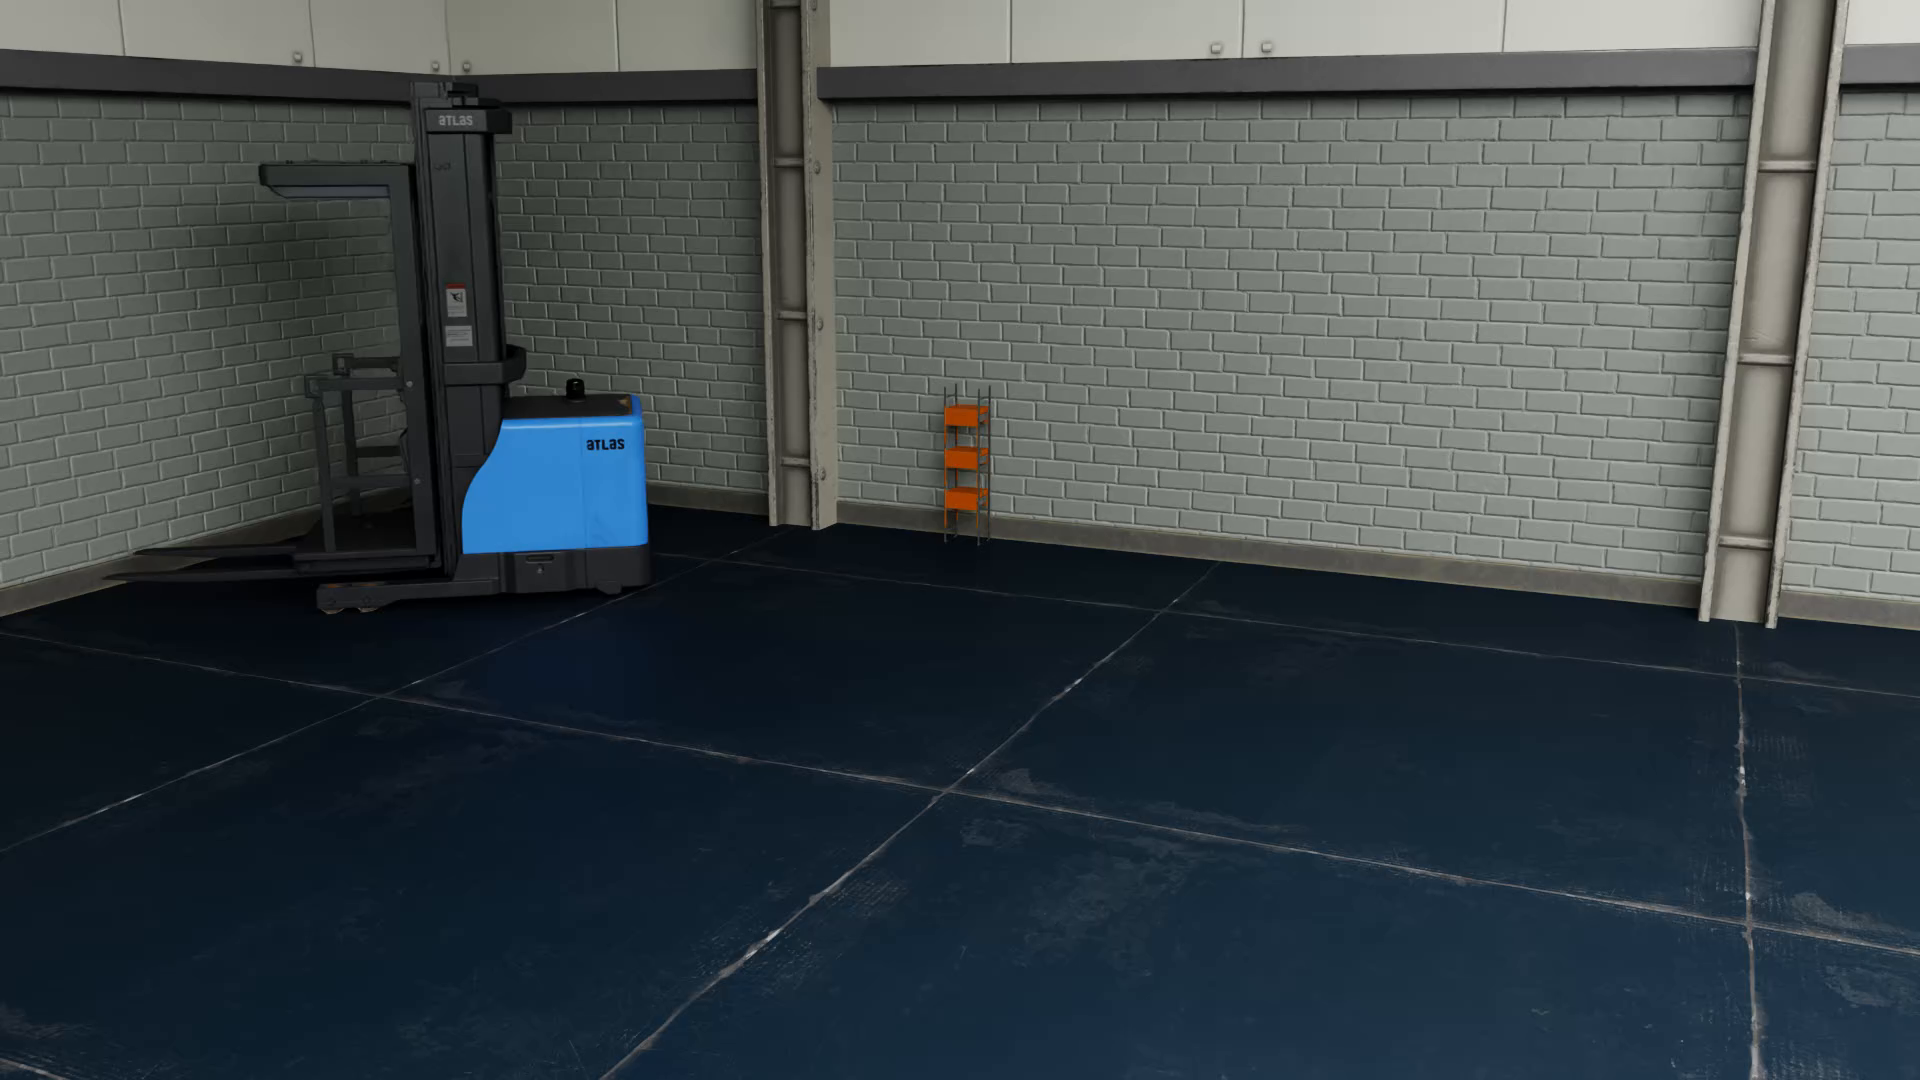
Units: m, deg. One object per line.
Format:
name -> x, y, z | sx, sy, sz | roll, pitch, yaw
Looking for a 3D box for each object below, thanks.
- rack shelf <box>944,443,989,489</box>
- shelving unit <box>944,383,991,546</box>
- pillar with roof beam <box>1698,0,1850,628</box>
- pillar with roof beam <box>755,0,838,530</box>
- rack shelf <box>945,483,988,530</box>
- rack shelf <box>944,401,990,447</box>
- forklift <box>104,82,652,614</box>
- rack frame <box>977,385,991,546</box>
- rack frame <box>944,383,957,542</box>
rack shelf -> 0.049, -0.496, 11.116 | 0.240, 0.259, 0.215 | 6, 14, 23
shelving unit -> 0.049, -0.506, 11.114 | 0.252, 1.050, 0.215 | 6, 14, 23
pillar with roof beam -> 2.639, -3.044, 4.527 | 0.400, 9.000, 9.100 | 6, 14, 23
pillar with roof beam -> -2.847, -3.599, 6.893 | 0.400, 9.000, 9.100 | 6, 14, 23
rack shelf -> 0.049, -0.225, 11.180 | 0.240, 0.259, 0.215 | 6, 14, 23
rack shelf -> 0.049, -0.772, 11.051 | 0.240, 0.259, 0.215 | 6, 14, 23
forklift -> -3.400, -1.137, 9.686 | 3.031, 2.935, 1.130 | -3, 13, -11
rack frame -> 0.160, -0.495, 11.066 | 0.008, 1.050, 0.200 | 6, 14, 23
rack frame -> -0.063, -0.517, 11.162 | 0.008, 1.050, 0.200 | 6, 14, 23
